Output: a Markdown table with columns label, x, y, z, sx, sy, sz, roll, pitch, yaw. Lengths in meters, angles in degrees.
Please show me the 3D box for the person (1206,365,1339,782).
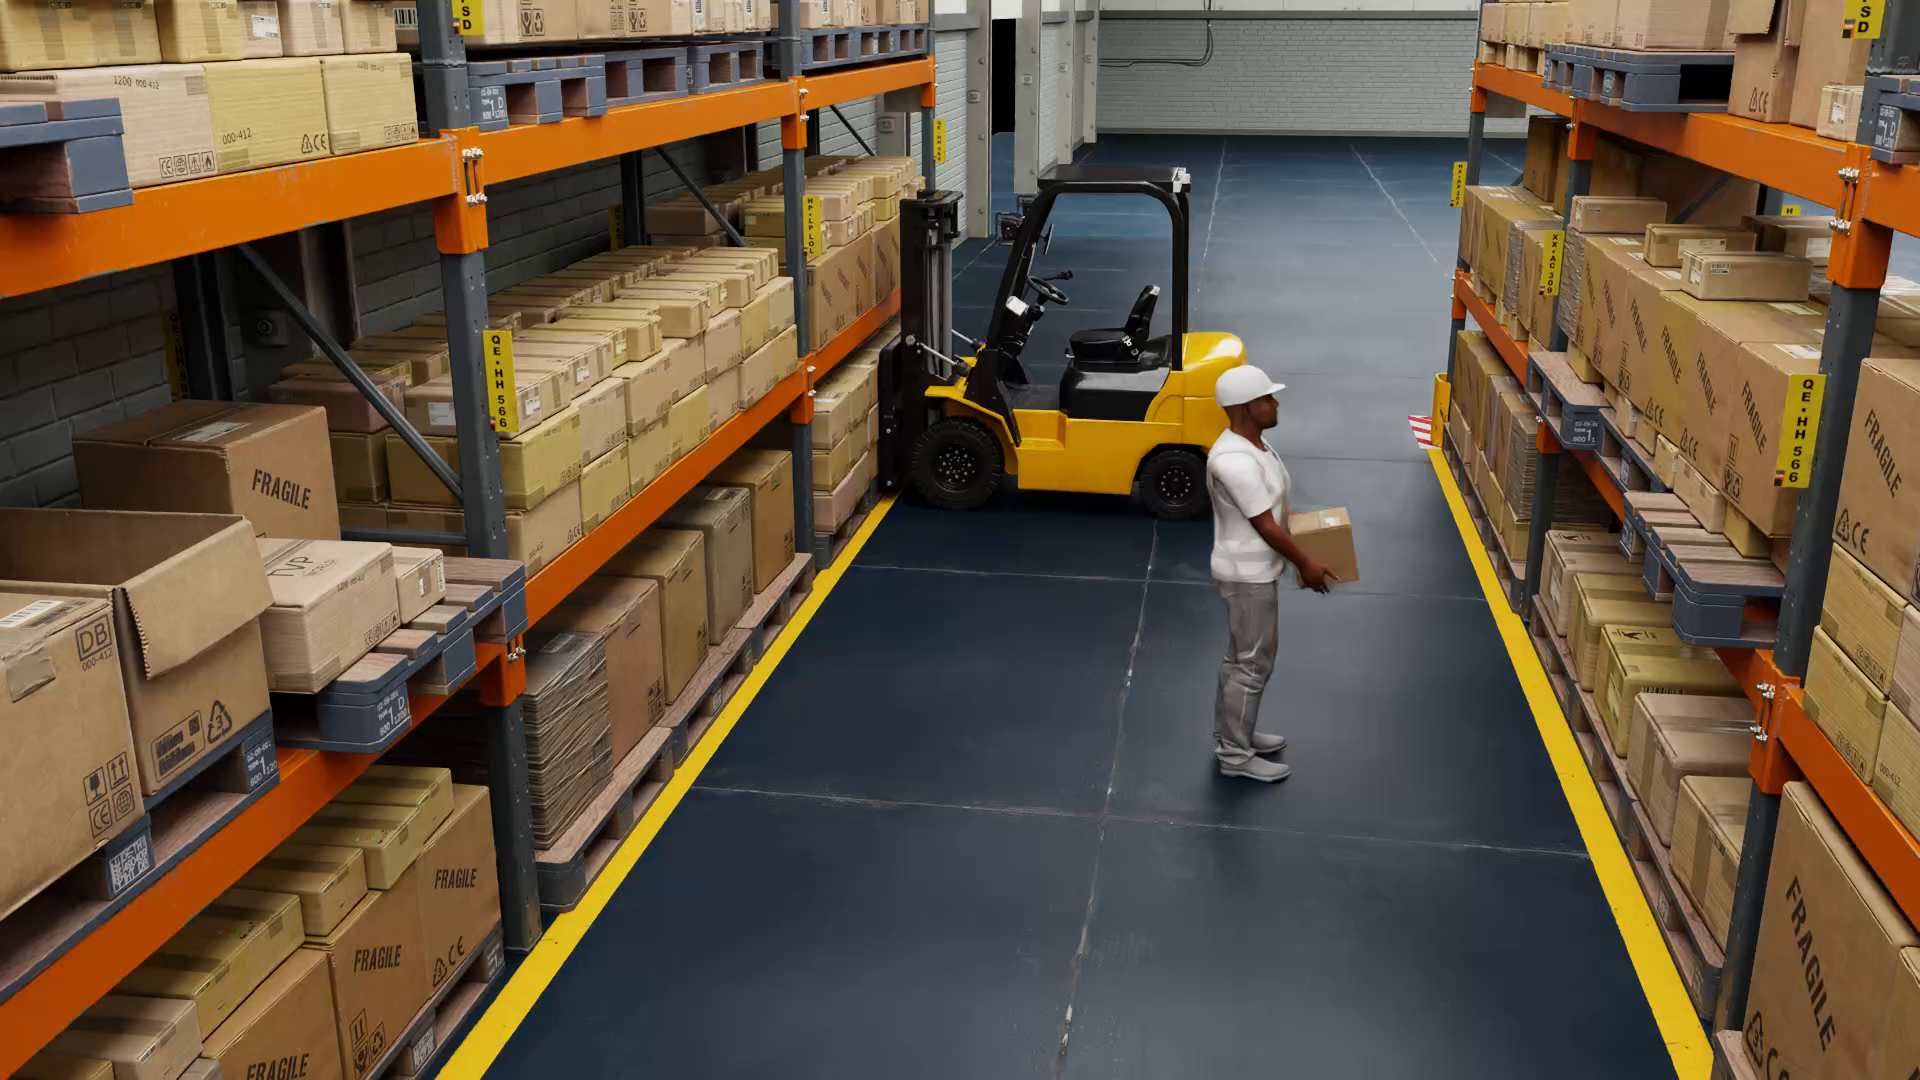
| label | x | y | z | sx | sy | sz | roll | pitch | yaw |
| --- | --- | --- | --- | --- | --- | --- | --- | --- | --- |
| person | 1.326 | 0.138 | 7.077 | 0.571 | 1.770 | 0.516 | 4 | 18 | 13 |
